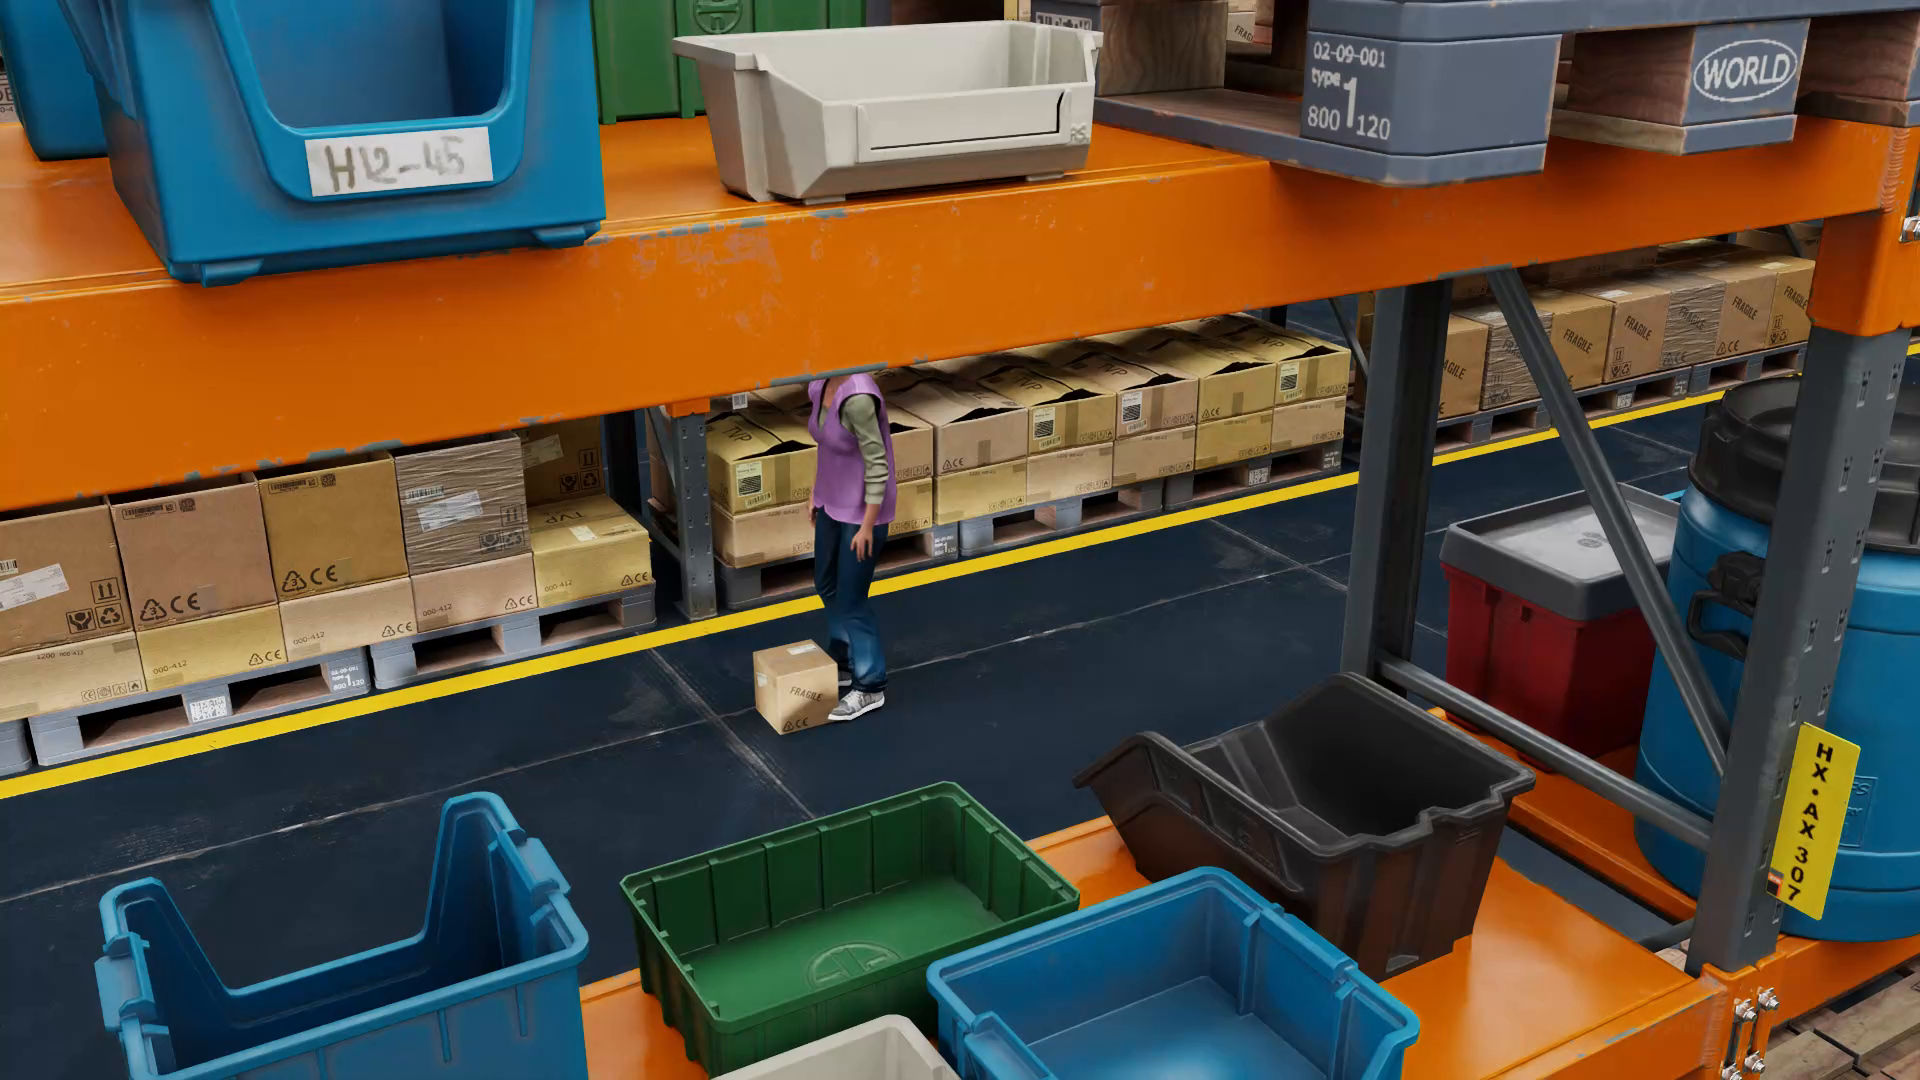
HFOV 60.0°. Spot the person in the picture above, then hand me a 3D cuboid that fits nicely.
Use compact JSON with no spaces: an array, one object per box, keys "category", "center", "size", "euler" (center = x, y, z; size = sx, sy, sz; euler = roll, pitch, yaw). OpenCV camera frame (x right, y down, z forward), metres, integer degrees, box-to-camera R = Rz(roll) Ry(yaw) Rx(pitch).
[{"category":"person","center":[-0.434,-0.096,6.341],"size":[0.344,1.593,0.460],"euler":[-11,24,-25]}]
